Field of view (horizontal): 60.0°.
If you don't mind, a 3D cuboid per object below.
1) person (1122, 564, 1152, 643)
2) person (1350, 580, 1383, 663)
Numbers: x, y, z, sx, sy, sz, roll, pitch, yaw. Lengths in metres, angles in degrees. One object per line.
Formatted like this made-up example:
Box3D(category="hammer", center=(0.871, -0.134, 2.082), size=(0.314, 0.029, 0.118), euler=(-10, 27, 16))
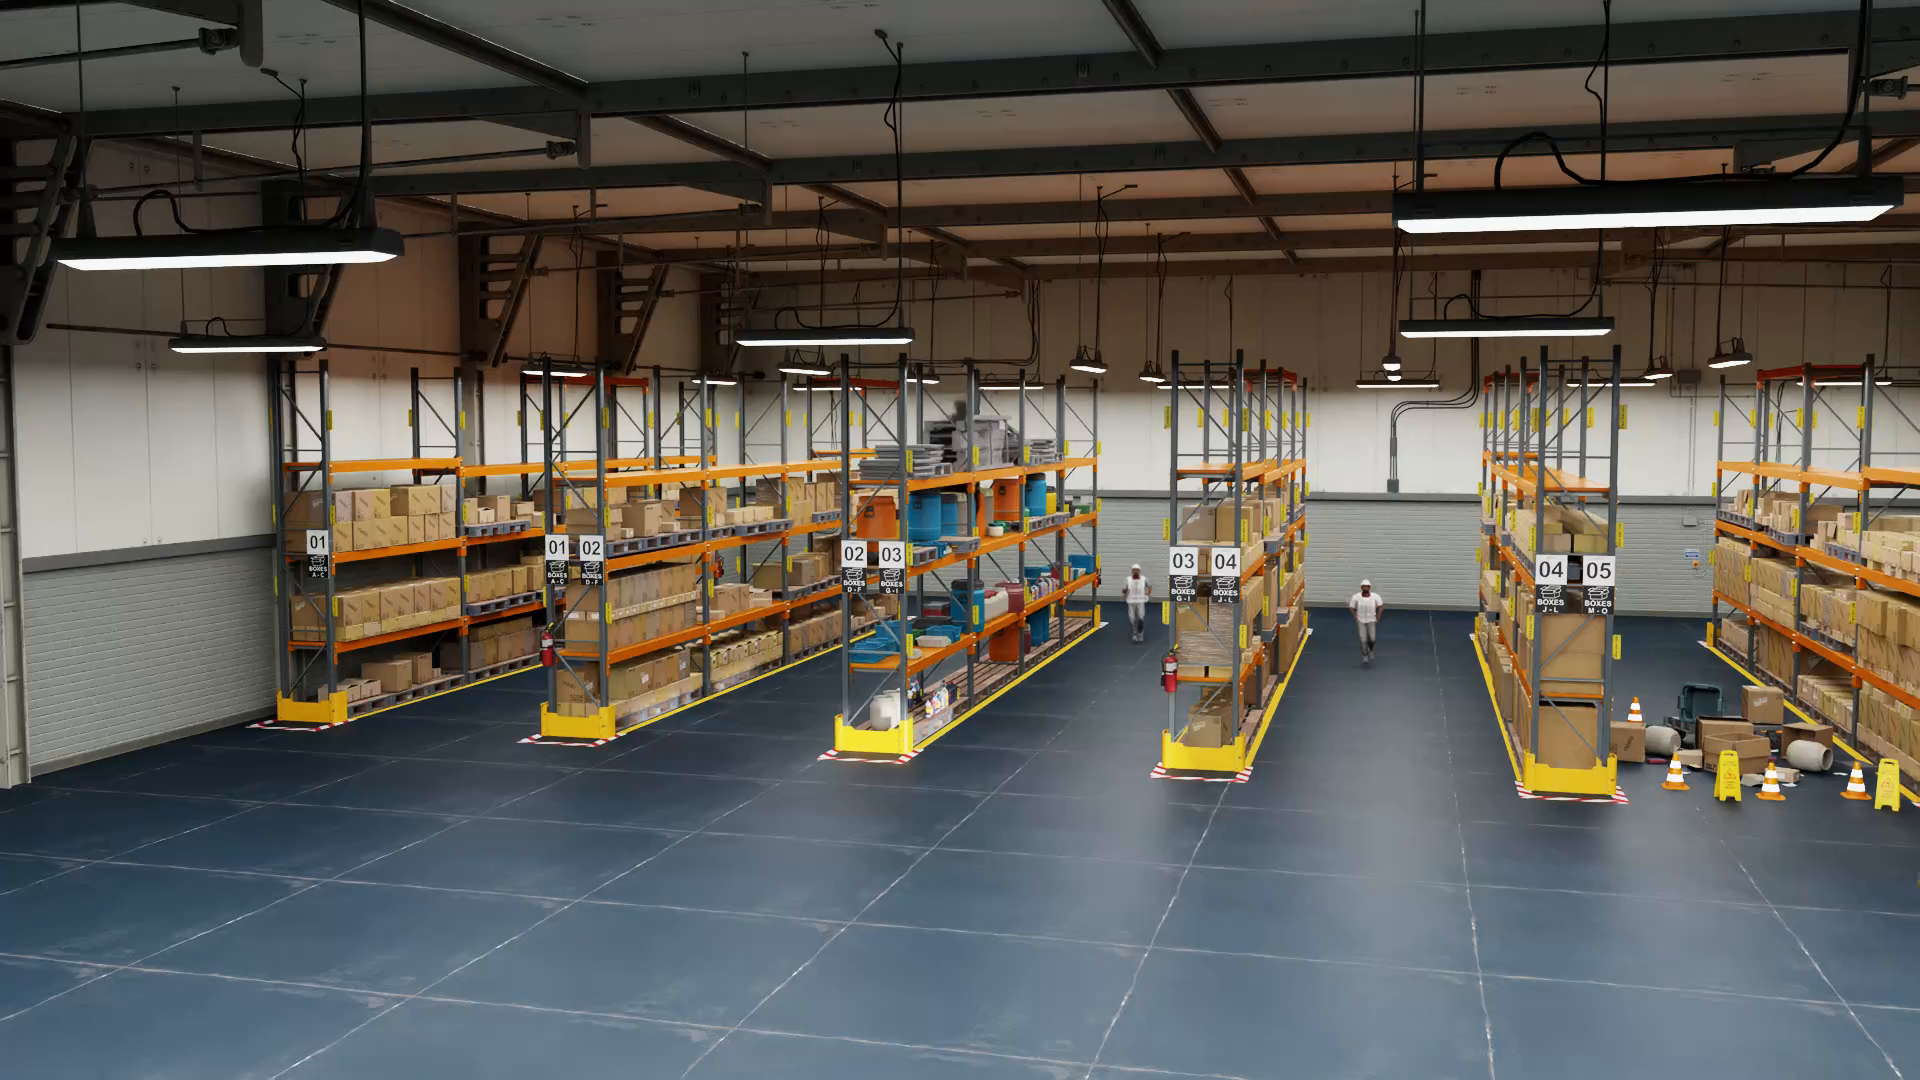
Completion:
Box3D(category="person", center=(3.964, 1.434, 37.357), size=(0.660, 1.776, 0.641), euler=(1, 4, 9))
Box3D(category="person", center=(8.352, 1.677, 34.179), size=(0.674, 1.721, 0.569), euler=(1, 4, 12))
